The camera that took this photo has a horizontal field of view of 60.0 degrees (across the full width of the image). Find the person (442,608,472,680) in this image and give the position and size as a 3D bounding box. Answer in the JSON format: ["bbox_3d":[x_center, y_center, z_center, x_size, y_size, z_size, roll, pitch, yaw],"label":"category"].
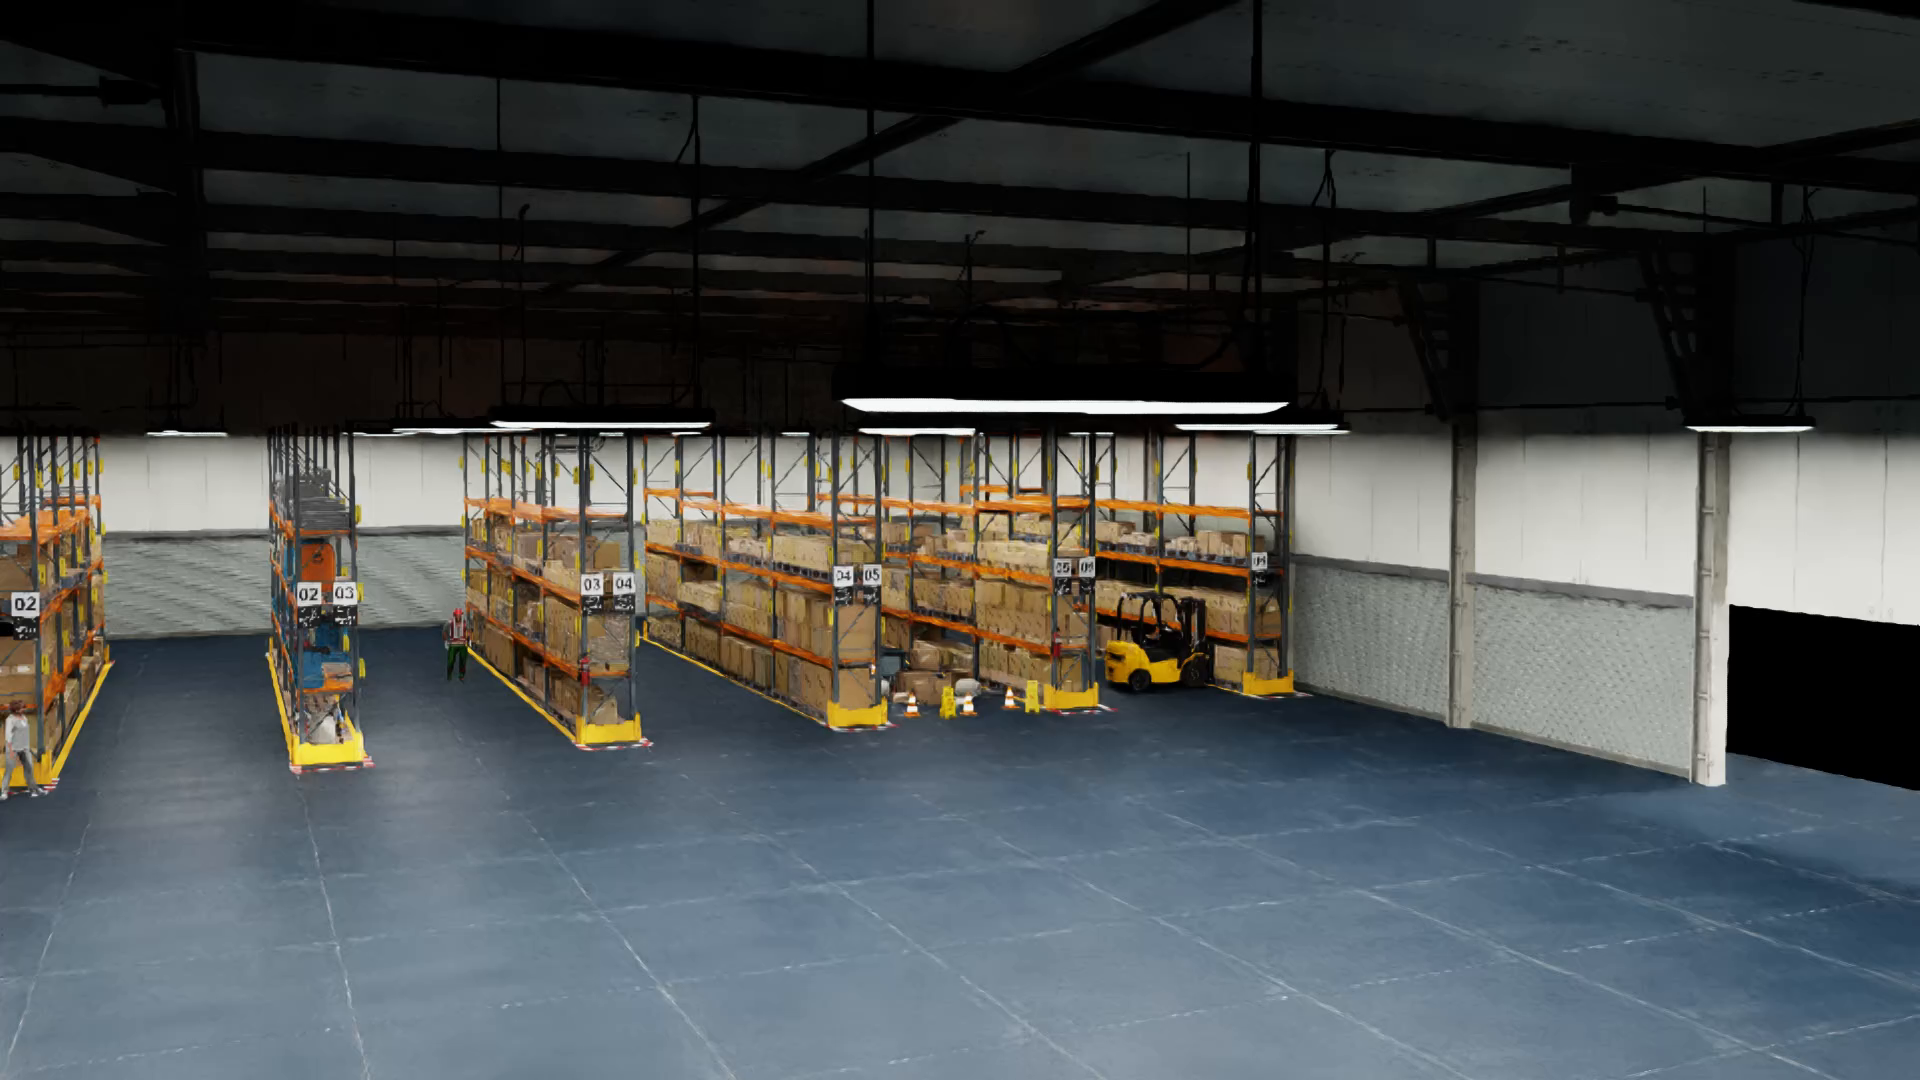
[{"bbox_3d":[-11.867,2.462,39.276,0.677,1.741,0.552,-2,4,-25],"label":"person"}]

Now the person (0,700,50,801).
[{"bbox_3d":[-14.879,3.306,26.328,0.531,1.586,0.636,1,4,13],"label":"person"}]
